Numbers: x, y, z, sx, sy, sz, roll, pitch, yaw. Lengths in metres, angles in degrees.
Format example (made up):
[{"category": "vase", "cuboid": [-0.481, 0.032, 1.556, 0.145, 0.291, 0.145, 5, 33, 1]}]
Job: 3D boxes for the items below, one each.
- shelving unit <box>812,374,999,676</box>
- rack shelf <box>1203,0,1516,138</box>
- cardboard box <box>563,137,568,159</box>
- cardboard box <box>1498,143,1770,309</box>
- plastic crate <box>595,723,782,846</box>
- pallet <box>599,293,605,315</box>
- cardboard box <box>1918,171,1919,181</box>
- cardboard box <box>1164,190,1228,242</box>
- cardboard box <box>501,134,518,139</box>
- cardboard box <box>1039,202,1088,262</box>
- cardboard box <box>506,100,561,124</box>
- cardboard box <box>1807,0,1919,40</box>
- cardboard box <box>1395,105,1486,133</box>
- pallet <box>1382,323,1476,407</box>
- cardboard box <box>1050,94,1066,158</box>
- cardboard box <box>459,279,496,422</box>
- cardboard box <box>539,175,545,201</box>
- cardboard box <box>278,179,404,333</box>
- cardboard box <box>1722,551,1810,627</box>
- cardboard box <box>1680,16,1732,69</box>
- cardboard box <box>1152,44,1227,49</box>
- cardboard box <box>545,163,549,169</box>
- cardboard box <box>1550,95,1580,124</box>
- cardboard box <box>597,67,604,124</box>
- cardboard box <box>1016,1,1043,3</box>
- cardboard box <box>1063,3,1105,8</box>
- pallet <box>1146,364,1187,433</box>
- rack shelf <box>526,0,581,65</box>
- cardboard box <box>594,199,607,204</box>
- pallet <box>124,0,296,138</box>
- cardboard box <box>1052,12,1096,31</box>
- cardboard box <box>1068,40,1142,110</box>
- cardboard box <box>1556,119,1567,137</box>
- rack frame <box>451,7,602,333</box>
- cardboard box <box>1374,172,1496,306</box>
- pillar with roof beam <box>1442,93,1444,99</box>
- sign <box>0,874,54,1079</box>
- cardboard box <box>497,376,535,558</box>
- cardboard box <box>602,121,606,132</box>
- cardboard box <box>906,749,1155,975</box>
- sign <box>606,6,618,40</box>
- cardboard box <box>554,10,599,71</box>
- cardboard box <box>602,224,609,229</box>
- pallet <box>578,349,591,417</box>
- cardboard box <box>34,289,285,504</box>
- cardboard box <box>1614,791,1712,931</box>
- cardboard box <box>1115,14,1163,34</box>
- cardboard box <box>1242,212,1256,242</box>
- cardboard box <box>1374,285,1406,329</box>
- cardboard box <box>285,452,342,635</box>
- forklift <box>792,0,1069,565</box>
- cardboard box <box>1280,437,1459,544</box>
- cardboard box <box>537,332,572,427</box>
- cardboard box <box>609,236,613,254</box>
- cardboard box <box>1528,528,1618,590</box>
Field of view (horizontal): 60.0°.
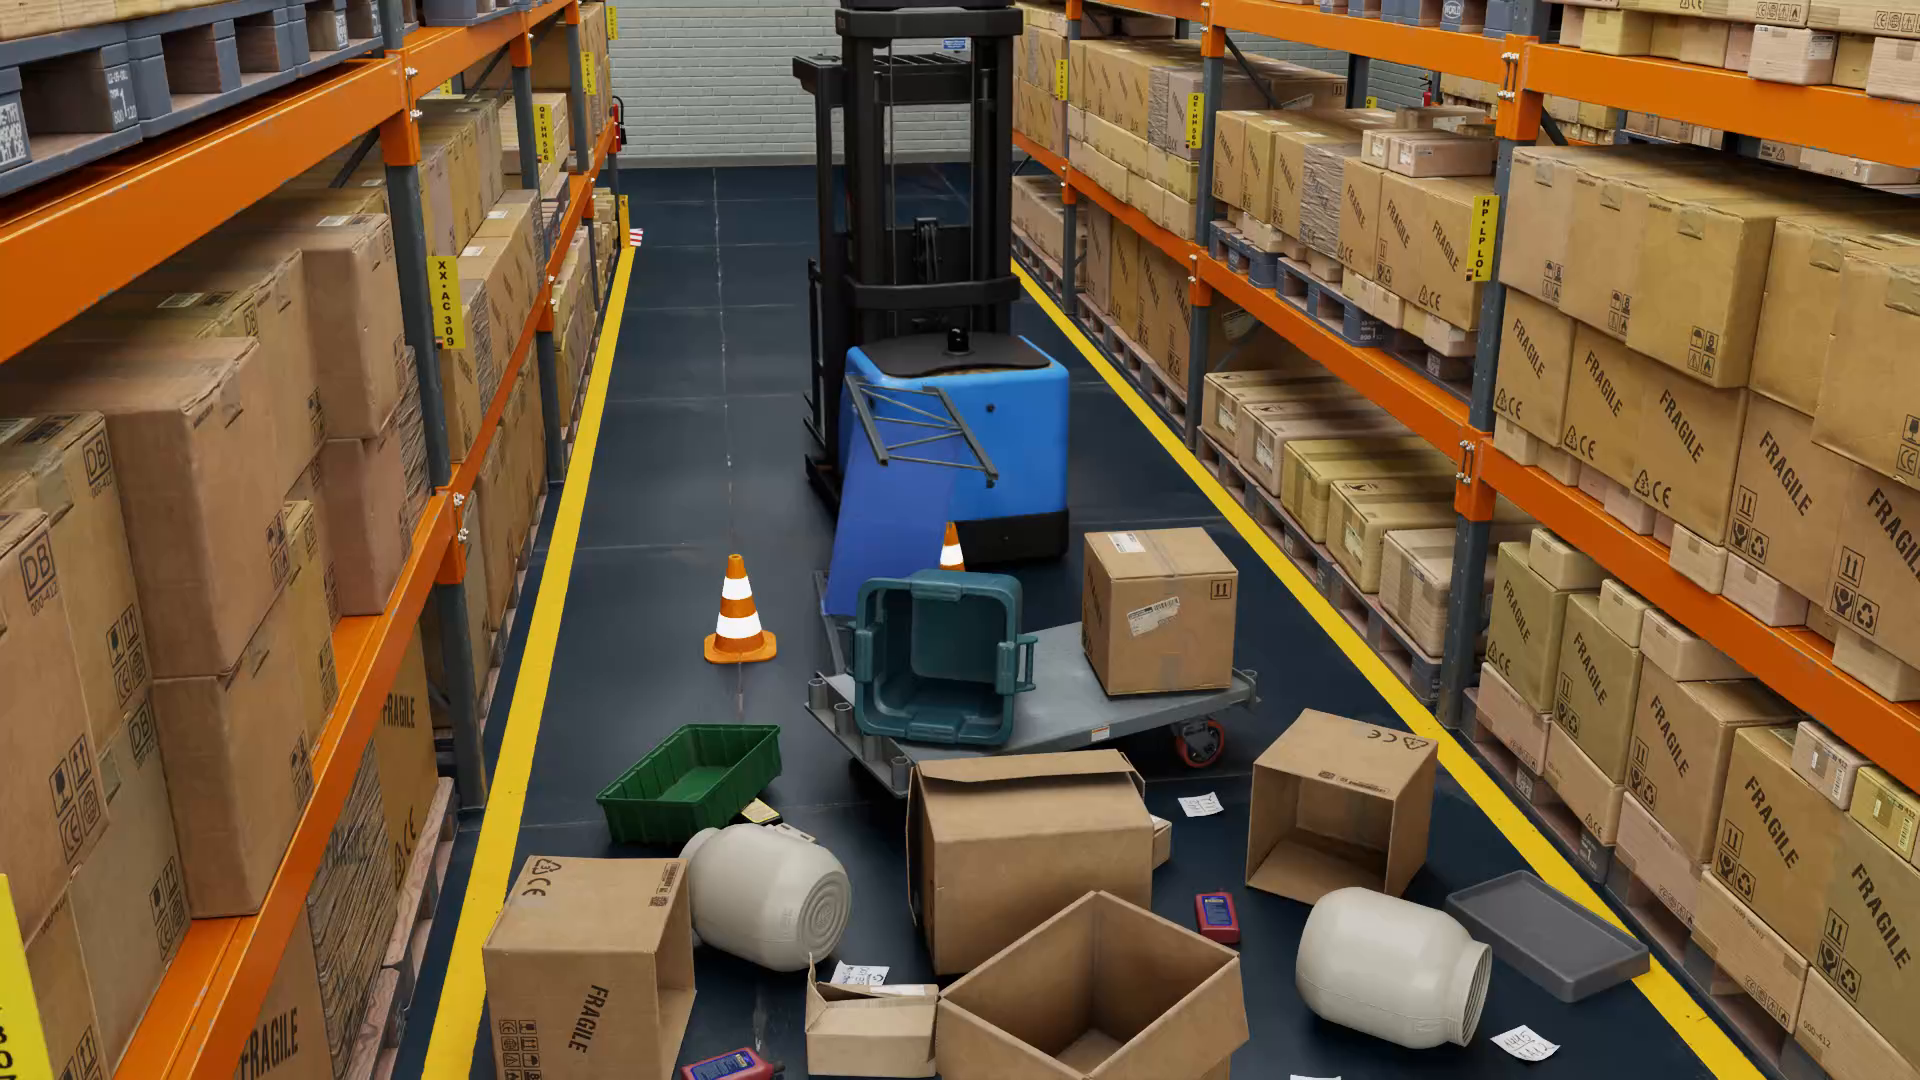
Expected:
[{"category": "shelving unit", "cuboid": [-0.292, -0.046, 7.596, 0.538, 1.048, 1.500, 7, 17, -12]}, {"category": "rack shelf", "cuboid": [2.258, -2.400, 8.095, 1.077, 0.370, 4.000, -3, 21, -8]}, {"category": "cardboard box", "cuboid": [-3.199, -2.986, 12.682, 0.380, 0.149, 0.250, -3, 21, -7]}, {"category": "cardboard box", "cuboid": [2.395, -1.130, 5.958, 0.700, 0.500, 0.500, -3, 21, -8]}, {"category": "plastic crate", "cuboid": [-1.016, 0.930, 6.376, 0.450, 0.188, 0.662, -2, 18, 24]}, {"category": "pallet", "cuboid": [-3.622, -2.049, 14.400, 1.003, 0.211, 1.213, -3, 21, -8]}, {"category": "cardboard box", "cuboid": [6.962, -2.705, 11.429, 0.500, 0.500, 0.500, -2, 21, -5]}, {"category": "cardboard box", "cuboid": [1.640, -2.116, 10.808, 0.500, 0.250, 0.500, -4, 21, -10]}, {"category": "cardboard box", "cuboid": [-2.861, -2.445, 10.384, 0.380, 0.149, 0.250, -3, 21, -8]}, {"category": "cardboard box", "cuboid": [1.279, -2.938, 15.857, 0.875, 0.438, 0.875, -4, 21, -9]}, {"category": "cardboard box", "cuboid": [-3.165, -3.170, 12.326, 0.380, 0.149, 0.250, -4, 21, -9]}, {"category": "cardboard box", "cuboid": [2.557, -1.420, 4.234, 0.500, 0.250, 0.500, -3, 21, -7]}, {"category": "cardboard box", "cuboid": [2.485, -2.159, 8.613, 0.380, 0.149, 0.250, -4, 21, -10]}, {"category": "pallet", "cuboid": [2.580, -0.821, 7.402, 1.003, 0.211, 1.213, -3, 21, -8]}, {"category": "cardboard box", "cuboid": [1.073, -3.603, 14.434, 0.500, 0.500, 0.500, -3, 21, -7]}, {"category": "cardboard box", "cuboid": [-2.220, -0.772, 6.852, 0.500, 0.500, 0.500, -3, 21, -7]}, {"category": "cardboard box", "cuboid": [-2.897, -2.263, 10.747, 0.380, 0.149, 0.250, -2, 21, -5]}, {"category": "cardboard box", "cuboid": [-2.415, -1.041, 6.145, 0.700, 0.500, 0.500, -3, 21, -9]}, {"category": "cardboard box", "cuboid": [2.514, 0.133, 4.932, 0.380, 0.149, 0.250, -3, 21, -8]}, {"category": "cardboard box", "cuboid": [2.473, -1.544, 5.135, 0.380, 0.149, 0.250, -2, 21, -6]}, {"category": "cardboard box", "cuboid": [1.788, -3.603, 13.005, 0.500, 0.500, 0.500, -3, 21, -7]}, {"category": "cardboard box", "cuboid": [-2.972, -2.581, 11.173, 0.380, 0.149, 0.250, -3, 21, -8]}, {"category": "cardboard box", "cuboid": [5.903, -4.066, 15.606, 0.500, 0.250, 0.500, -3, 21, -8]}, {"category": "cardboard box", "cuboid": [-3.534, -4.026, 15.140, 0.500, 0.500, 0.500, -2, 21, -5]}, {"category": "cardboard box", "cuboid": [0.626, -5.293, 16.602, 0.380, 0.149, 0.250, -2, 21, -6]}, {"category": "cardboard box", "cuboid": [1.211, -5.144, 16.202, 0.380, 0.149, 0.250, -3, 21, -8]}, {"category": "pallet", "cuboid": [1.931, -0.994, 11.577, 1.003, 0.211, 1.213, -3, 21, -8]}, {"category": "rack shelf", "cuboid": [-3.202, -3.500, 11.041, 1.077, 0.370, 4.000, -3, 21, -8]}, {"category": "cardboard box", "cuboid": [-3.623, -3.213, 16.154, 0.380, 0.149, 0.250, -4, 21, -10]}, {"category": "pallet", "cuboid": [-2.057, -1.013, 3.480, 1.003, 0.211, 1.213, -3, 21, -8]}, {"category": "cardboard box", "cuboid": [1.023, -4.589, 14.716, 0.380, 0.149, 0.250, -3, 21, -8]}, {"category": "cardboard box", "cuboid": [1.172, -3.757, 13.417, 0.500, 0.500, 0.500, -3, 21, -7]}, {"category": "cardboard box", "cuboid": [5.877, -3.911, 15.758, 0.380, 0.149, 0.250, -2, 21, -6]}, {"category": "rack frame", "cuboid": [-3.491, -3.124, 13.294, 1.000, 3.000, 0.127, -3, 21, -8]}, {"category": "cardboard box", "cuboid": [2.180, -1.342, 7.354, 0.500, 0.500, 0.500, -3, 21, -7]}, {"category": "pillar with roof beam", "cuboid": [1.971, -8.618, 19.428, 9.100, 9.000, 0.400, -3, 21, -8]}, {"category": "sign", "cuboid": [-1.211, 0.562, 2.074, 0.100, 0.325, 0.005, -3, 21, -8]}, {"category": "cardboard box", "cuboid": [-2.786, -0.364, 8.519, 1.050, 0.750, 0.750, -3, 21, -7]}, {"category": "cardboard box", "cuboid": [-3.631, -4.032, 16.082, 0.380, 0.149, 0.250, -2, 21, -6]}, {"category": "cardboard box", "cuboid": [0.222, 1.048, 5.497, 0.797, 0.637, 0.503, -3, 21, -8]}, {"category": "sign", "cuboid": [-3.515, -5.221, 16.800, 0.100, 0.325, 0.005, -3, 21, -8]}, {"category": "cardboard box", "cuboid": [-3.519, -4.480, 14.926, 0.500, 0.500, 0.500, -4, 21, -10]}, {"category": "cardboard box", "cuboid": [-3.526, -2.893, 15.725, 0.380, 0.149, 0.250, -2, 21, -5]}, {"category": "pallet", "cuboid": [-3.198, -1.125, 11.927, 1.003, 0.211, 1.213, -3, 21, -8]}, {"category": "cardboard box", "cuboid": [-2.098, -0.239, 3.812, 0.875, 0.550, 0.500, -3, 21, -8]}, {"category": "cardboard box", "cuboid": [2.531, 1.038, 5.479, 0.500, 0.250, 0.500, -3, 21, -8]}, {"category": "cardboard box", "cuboid": [1.552, -4.438, 14.313, 0.380, 0.149, 0.250, -3, 21, -7]}, {"category": "cardboard box", "cuboid": [1.834, -1.784, 9.466, 0.380, 0.149, 0.250, -4, 21, -11]}, {"category": "cardboard box", "cuboid": [2.106, -1.062, 7.531, 0.380, 0.149, 0.250, -3, 21, -9]}, {"category": "cardboard box", "cuboid": [-2.209, 0.085, 4.488, 0.875, 0.550, 0.550, -3, 21, -8]}, {"category": "forklift", "cuboid": [-0.315, -1.693, 9.561, 1.130, 2.935, 3.031, -6, 21, -15]}, {"category": "cardboard box", "cuboid": [2.259, -0.276, 8.823, 0.950, 0.372, 0.625, -2, 21, -6]}, {"category": "cardboard box", "cuboid": [-2.764, -1.023, 10.640, 0.500, 0.500, 0.500, -4, 21, -10]}, {"category": "cardboard box", "cuboid": [-3.548, -2.849, 16.031, 0.380, 0.149, 0.250, -4, 21, -10]}, {"category": "cardboard box", "cuboid": [2.323, 0.061, 6.096, 0.380, 0.149, 0.250, -3, 21, -7]}]
